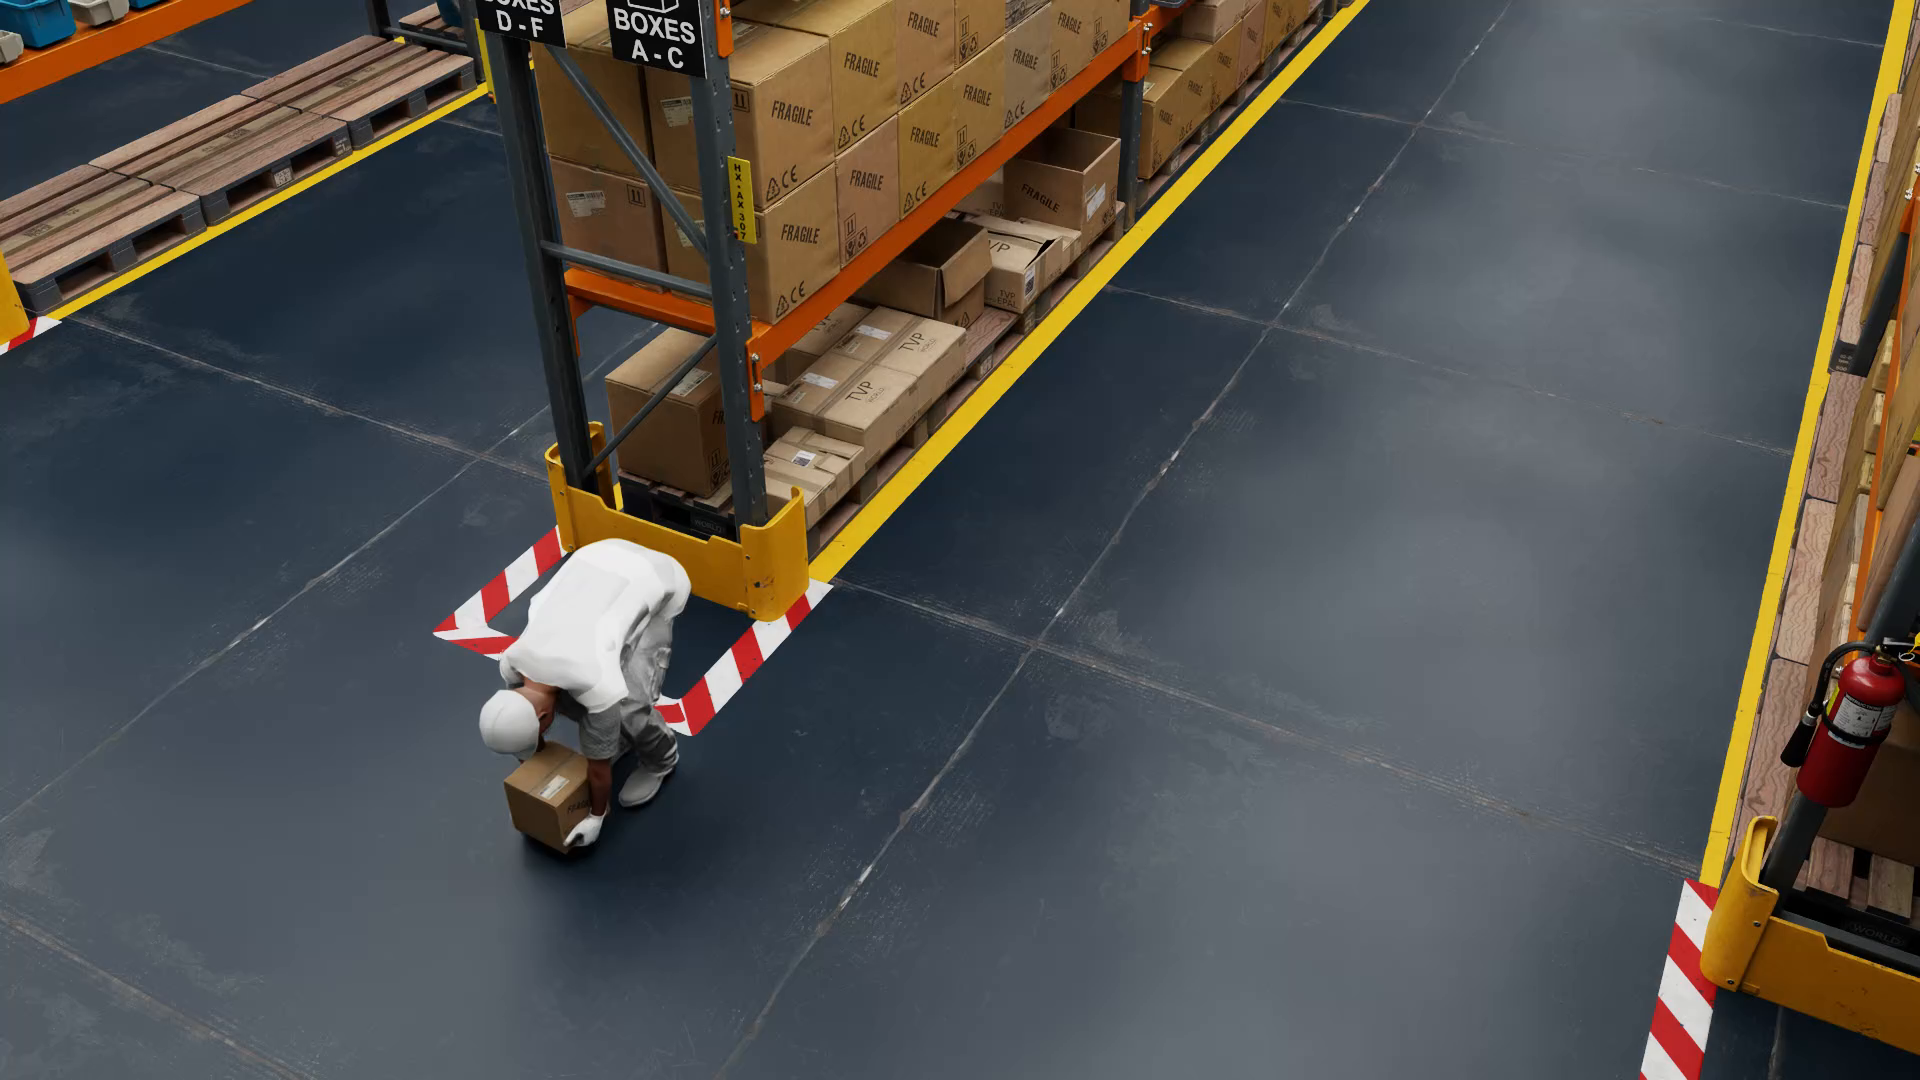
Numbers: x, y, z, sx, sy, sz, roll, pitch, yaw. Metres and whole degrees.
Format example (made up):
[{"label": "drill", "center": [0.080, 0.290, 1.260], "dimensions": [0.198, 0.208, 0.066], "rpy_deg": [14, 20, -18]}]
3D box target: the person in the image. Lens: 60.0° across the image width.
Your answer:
[{"label": "person", "center": [-1.343, 0.579, 6.031], "dimensions": [0.523, 0.989, 0.980], "rpy_deg": [19, 42, 23]}]
